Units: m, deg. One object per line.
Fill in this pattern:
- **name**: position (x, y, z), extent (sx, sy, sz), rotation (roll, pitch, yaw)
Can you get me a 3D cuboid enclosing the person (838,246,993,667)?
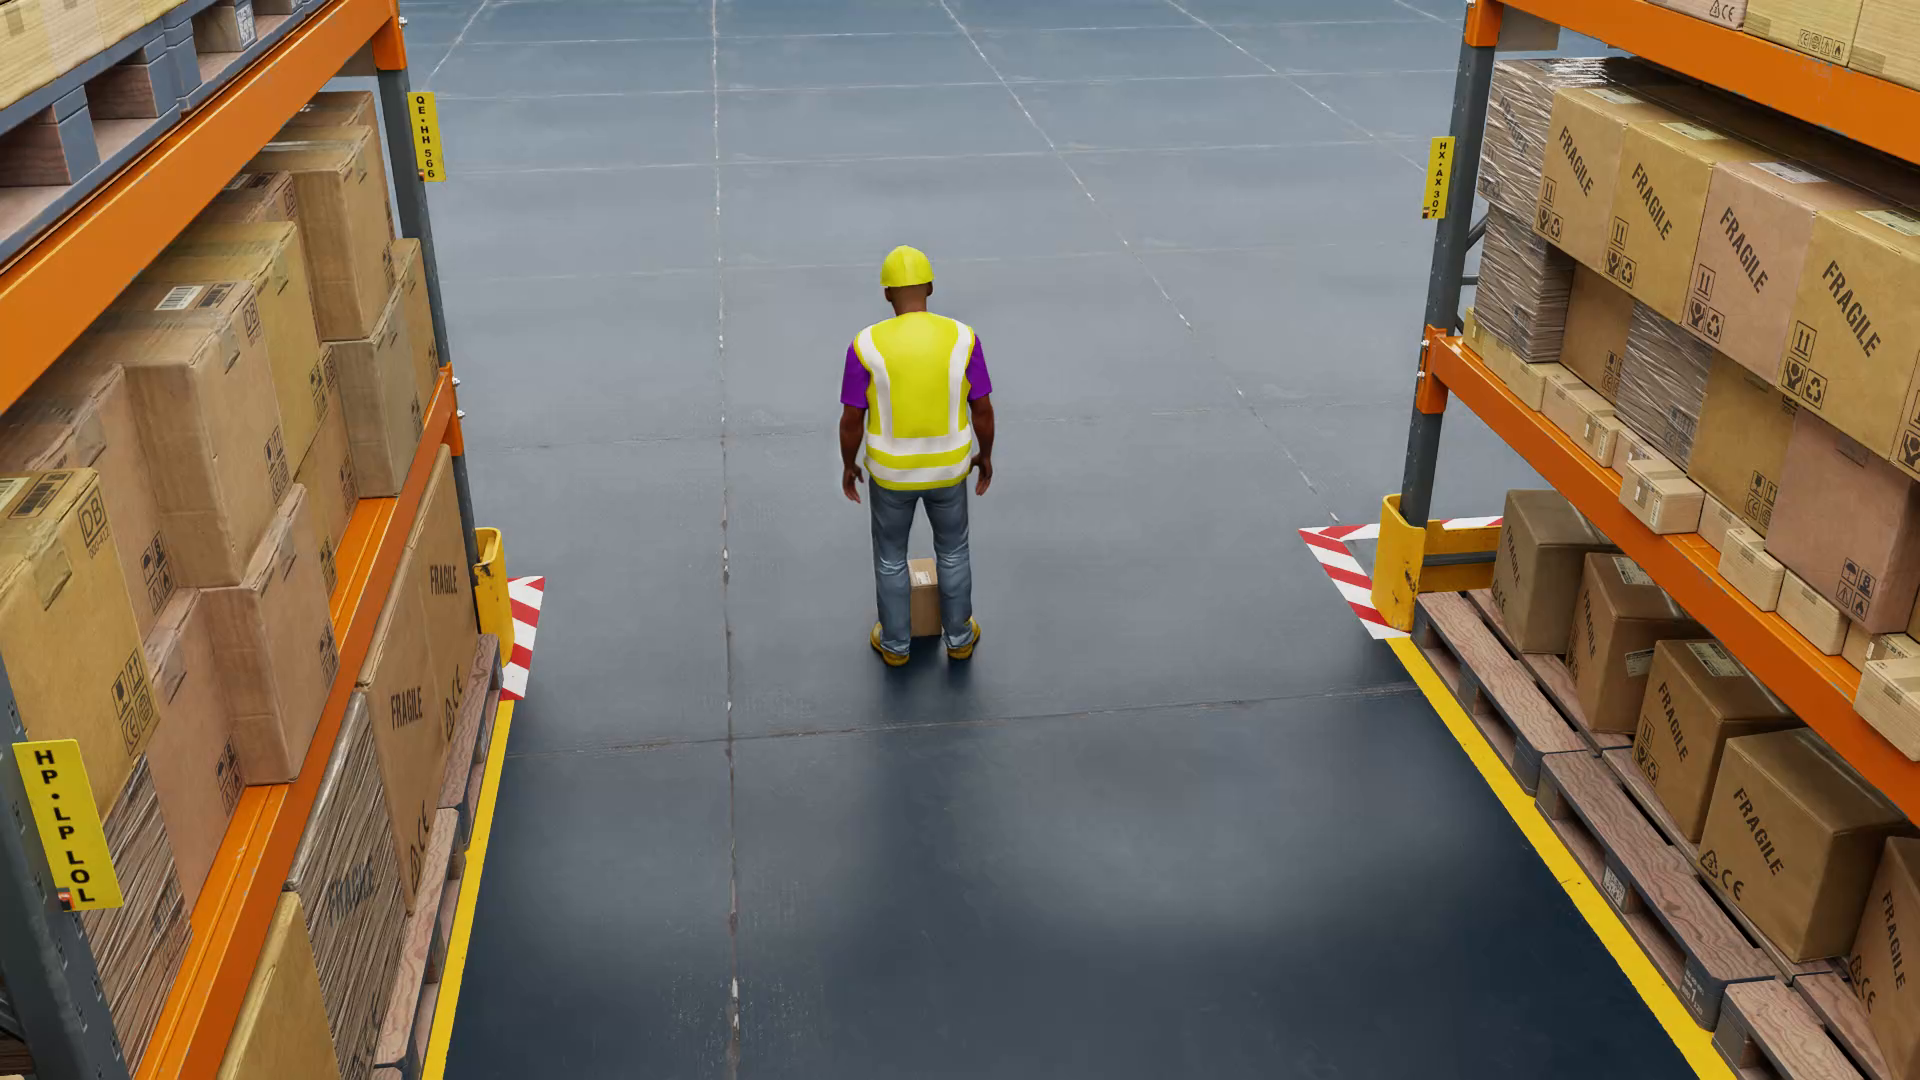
- **person**: position (-0.180, -0.315, 6.717), extent (0.629, 1.759, 0.466), rotation (-5, 27, -10)
